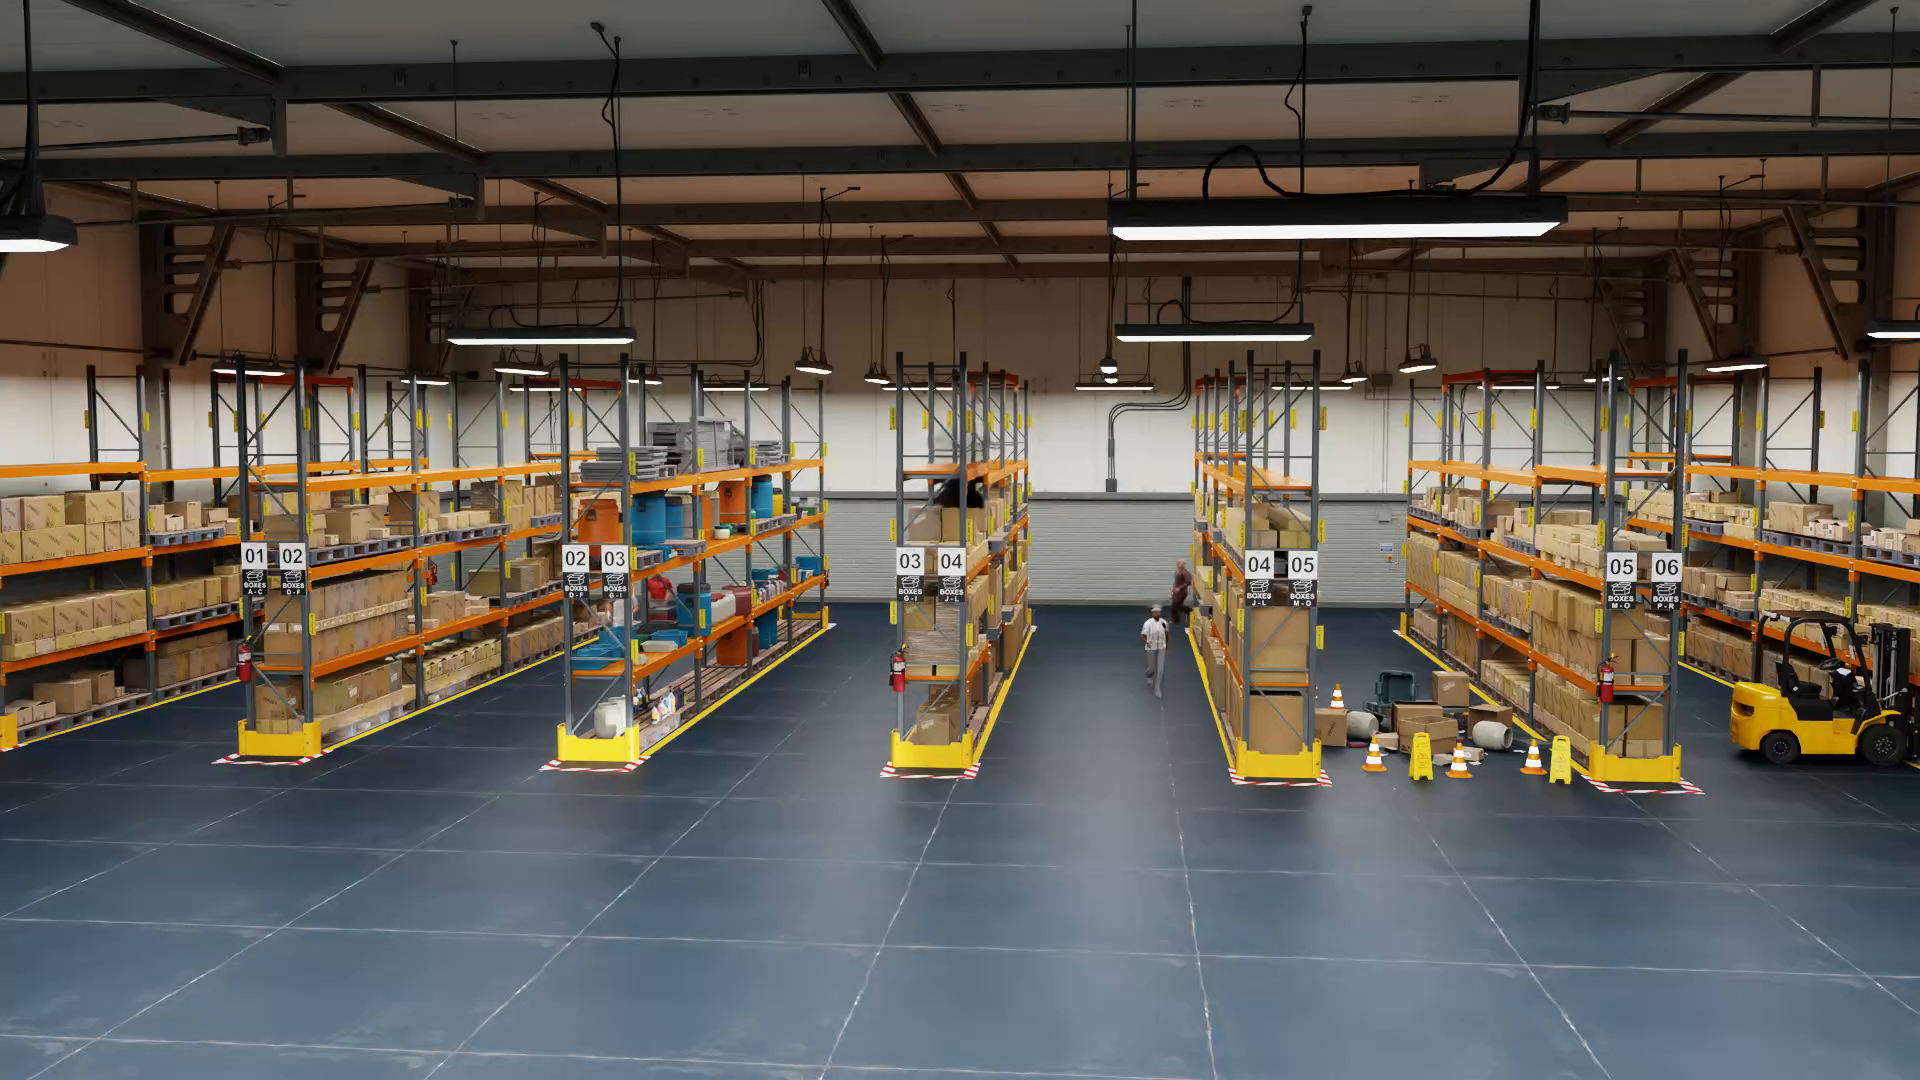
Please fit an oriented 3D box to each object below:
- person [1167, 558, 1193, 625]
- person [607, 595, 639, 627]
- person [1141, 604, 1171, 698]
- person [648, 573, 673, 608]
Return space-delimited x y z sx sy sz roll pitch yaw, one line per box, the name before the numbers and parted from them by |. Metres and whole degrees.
person | 5.464 1.266 40.745 0.675 1.680 0.757 -1 4 -9
person | -6.973 1.685 34.311 0.673 1.751 0.656 0 4 -5
person | 3.602 2.006 30.529 0.579 1.677 0.764 0 4 -6
person | -6.875 1.463 37.872 0.650 1.688 0.601 -1 4 -7
